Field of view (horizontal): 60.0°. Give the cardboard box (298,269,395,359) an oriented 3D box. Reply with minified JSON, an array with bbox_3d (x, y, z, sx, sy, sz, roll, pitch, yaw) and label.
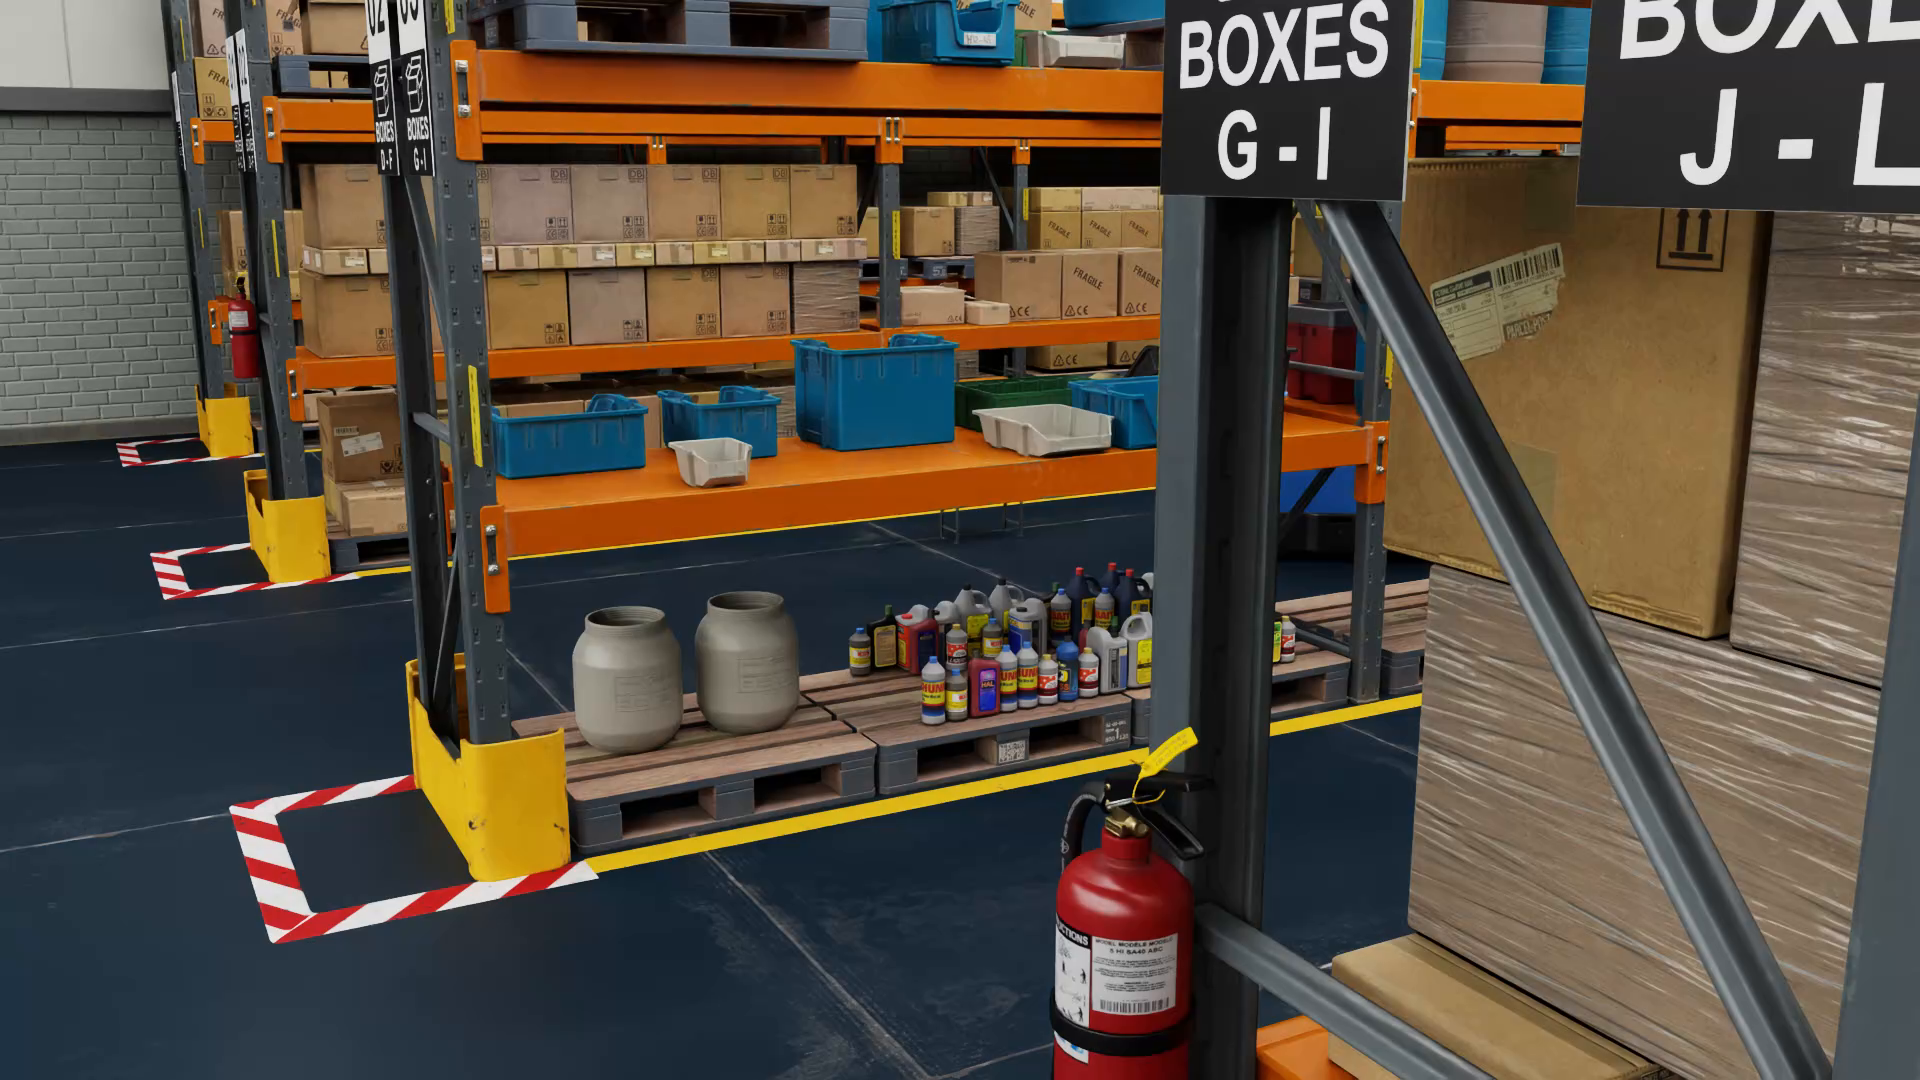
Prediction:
[{"bbox_3d":[-3.803,-1.428,10.396,0.500,0.500,0.700,-7,14,-28],"label":"cardboard box"}]

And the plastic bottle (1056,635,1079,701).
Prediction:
[{"bbox_3d":[0.458,0.540,7.090,0.097,0.271,0.097,0,13,0],"label":"plastic bottle"}]

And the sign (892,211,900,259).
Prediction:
[{"bbox_3d":[-0.441,-2.108,11.491,0.005,0.325,0.100,-7,14,-28],"label":"sign"}]

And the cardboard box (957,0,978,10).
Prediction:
[{"bbox_3d":[-0.148,-3.772,11.882,0.500,0.500,0.500,-7,14,-27],"label":"cardboard box"}]

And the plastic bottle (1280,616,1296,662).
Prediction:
[{"bbox_3d":[1.493,0.450,7.648,0.097,0.201,0.097,0,13,0],"label":"plastic bottle"}]

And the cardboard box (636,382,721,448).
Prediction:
[{"bbox_3d":[-1.892,-0.788,11.378,0.500,0.500,0.500,-7,14,-28],"label":"cardboard box"}]

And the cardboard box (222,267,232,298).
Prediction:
[{"bbox_3d":[-6.279,-2.310,14.838,0.500,0.250,0.500,-7,14,-27],"label":"cardboard box"}]

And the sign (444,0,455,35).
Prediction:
[{"bbox_3d":[-1.589,-1.739,5.153,0.005,0.325,0.100,-7,14,-28],"label":"sign"}]

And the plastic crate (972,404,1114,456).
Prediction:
[{"bbox_3d":[0.358,-0.450,6.879,0.437,0.136,0.530,-7,14,-28],"label":"plastic crate"}]

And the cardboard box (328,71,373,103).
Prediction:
[{"bbox_3d":[-5.240,-3.901,14.506,0.500,0.500,0.500,-6,14,-25],"label":"cardboard box"}]

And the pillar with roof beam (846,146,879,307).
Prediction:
[{"bbox_3d":[0.933,-5.256,13.967,0.400,9.000,9.100,-7,14,-28],"label":"pillar with roof beam"}]

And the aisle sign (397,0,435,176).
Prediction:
[{"bbox_3d":[-1.772,-1.582,5.386,0.004,0.787,0.394,-7,14,-28],"label":"aisle sign"}]

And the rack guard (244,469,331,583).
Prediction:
[{"bbox_3d":[-4.240,-0.111,10.463,0.348,0.500,1.175,-7,14,-28],"label":"rack guard"}]

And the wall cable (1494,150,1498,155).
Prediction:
[{"bbox_3d":[8.118,-4.783,23.216,1.851,1.984,0.084,-7,14,-28],"label":"wall cable"}]

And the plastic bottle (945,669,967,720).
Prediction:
[{"bbox_3d":[-0.018,0.631,6.844,0.097,0.201,0.097,0,13,0],"label":"plastic bottle"}]

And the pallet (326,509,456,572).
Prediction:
[{"bbox_3d":[-3.568,-0.061,10.899,1.213,0.211,1.003,-7,14,-28],"label":"pallet"}]

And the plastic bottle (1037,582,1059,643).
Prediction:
[{"bbox_3d":[0.424,0.346,7.924,0.133,0.283,0.061,-6,14,-25],"label":"plastic bottle"}]

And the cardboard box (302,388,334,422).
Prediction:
[{"bbox_3d":[-5.946,-1.245,14.933,0.500,0.311,0.500,-9,15,-34],"label":"cardboard box"}]

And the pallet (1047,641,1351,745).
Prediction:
[{"bbox_3d":[1.052,0.624,7.854,1.213,0.211,1.003,-7,14,-28],"label":"pallet"}]

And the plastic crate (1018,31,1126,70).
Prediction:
[{"bbox_3d":[0.447,-1.887,6.429,0.396,0.136,0.243,-7,14,-28],"label":"plastic crate"}]

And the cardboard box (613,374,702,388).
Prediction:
[{"bbox_3d":[-2.143,-0.889,11.826,0.500,0.500,0.500,-7,14,-28],"label":"cardboard box"}]

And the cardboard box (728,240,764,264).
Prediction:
[{"bbox_3d":[-1.521,-1.967,11.314,0.250,0.149,0.380,-7,14,-28],"label":"cardboard box"}]

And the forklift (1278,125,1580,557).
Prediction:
[{"bbox_3d":[3.276,-1.400,10.655,3.031,2.935,1.130,0,13,2],"label":"forklift"}]

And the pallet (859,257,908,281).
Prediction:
[{"bbox_3d":[-1.292,-2.819,17.240,1.213,0.211,1.003,-7,14,-28],"label":"pallet"}]

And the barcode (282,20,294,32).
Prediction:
[{"bbox_3d":[-4.185,-3.204,10.360,0.075,0.075,0.001,-7,14,-28],"label":"barcode"}]

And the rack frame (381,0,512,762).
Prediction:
[{"bbox_3d":[-1.849,-0.378,5.956,0.127,3.000,1.000,-7,14,-28],"label":"rack frame"}]

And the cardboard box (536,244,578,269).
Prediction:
[{"bbox_3d":[-2.642,-1.834,10.720,0.250,0.149,0.380,-7,14,-29],"label":"cardboard box"}]

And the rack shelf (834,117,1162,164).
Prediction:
[{"bbox_3d":[1.047,-3.076,12.754,4.000,0.370,1.077,-7,14,-28],"label":"rack shelf"}]

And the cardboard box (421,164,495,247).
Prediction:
[{"bbox_3d":[-3.298,-2.123,10.528,0.500,0.500,0.700,-7,15,-29],"label":"cardboard box"}]

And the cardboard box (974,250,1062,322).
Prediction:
[{"bbox_3d":[0.436,-1.935,12.649,0.500,0.500,0.500,-6,14,-24],"label":"cardboard box"}]

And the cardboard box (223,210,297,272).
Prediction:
[{"bbox_3d":[-6.033,-2.582,14.337,0.500,0.500,0.500,-7,14,-28],"label":"cardboard box"}]

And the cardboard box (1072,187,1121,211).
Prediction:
[{"bbox_3d":[1.419,-3.753,18.294,0.500,0.250,0.500,-7,14,-29],"label":"cardboard box"}]

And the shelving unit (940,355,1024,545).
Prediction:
[{"bbox_3d":[0.145,-0.603,11.055,0.503,1.200,0.258,-7,14,-28],"label":"shelving unit"}]

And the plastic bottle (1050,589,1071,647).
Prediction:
[{"bbox_3d":[0.478,0.365,7.866,0.097,0.271,0.097,0,13,0],"label":"plastic bottle"}]

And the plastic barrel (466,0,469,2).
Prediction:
[{"bbox_3d":[-1.483,-2.331,5.869,0.708,0.830,0.600,-7,14,-28],"label":"plastic barrel"}]

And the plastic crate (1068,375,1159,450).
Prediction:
[{"bbox_3d":[0.820,-0.557,7.092,0.616,0.251,0.499,-7,14,-28],"label":"plastic crate"}]

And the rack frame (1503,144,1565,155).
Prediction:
[{"bbox_3d":[7.448,-3.970,21.919,0.127,3.000,1.000,-7,14,-28],"label":"rack frame"}]

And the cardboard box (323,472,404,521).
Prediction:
[{"bbox_3d":[-3.890,-0.310,10.959,0.500,0.250,0.500,-7,14,-28],"label":"cardboard box"}]

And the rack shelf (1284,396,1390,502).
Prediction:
[{"bbox_3d":[3.417,-0.658,8.840,4.000,0.370,1.077,-7,14,-28],"label":"rack shelf"}]

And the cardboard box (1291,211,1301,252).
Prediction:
[{"bbox_3d":[3.652,-3.656,19.572,0.500,0.500,0.500,-7,15,-29],"label":"cardboard box"}]

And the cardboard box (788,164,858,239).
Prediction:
[{"bbox_3d":[-1.095,-2.387,11.703,0.500,0.500,0.700,-7,14,-28],"label":"cardboard box"}]

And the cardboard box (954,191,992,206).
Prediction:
[{"bbox_3d":[0.137,-3.666,17.862,0.250,0.149,0.380,-9,16,-35],"label":"cardboard box"}]

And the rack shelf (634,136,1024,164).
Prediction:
[{"bbox_3d":[-1.330,-4.031,16.994,4.000,0.370,1.077,-7,14,-28],"label":"rack shelf"}]

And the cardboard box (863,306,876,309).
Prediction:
[{"bbox_3d":[-0.712,-2.356,17.729,0.500,0.250,0.500,-7,14,-27],"label":"cardboard box"}]

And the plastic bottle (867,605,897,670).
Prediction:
[{"bbox_3d":[-0.353,0.439,7.510,0.133,0.283,0.061,-6,14,-26],"label":"plastic bottle"}]

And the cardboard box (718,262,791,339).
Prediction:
[{"bbox_3d":[-1.555,-1.698,11.593,0.500,0.500,0.700,-7,14,-28],"label":"cardboard box"}]

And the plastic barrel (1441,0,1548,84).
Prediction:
[{"bbox_3d":[2.578,-2.671,8.171,0.600,0.901,0.600,0,13,0],"label":"plastic barrel"}]
